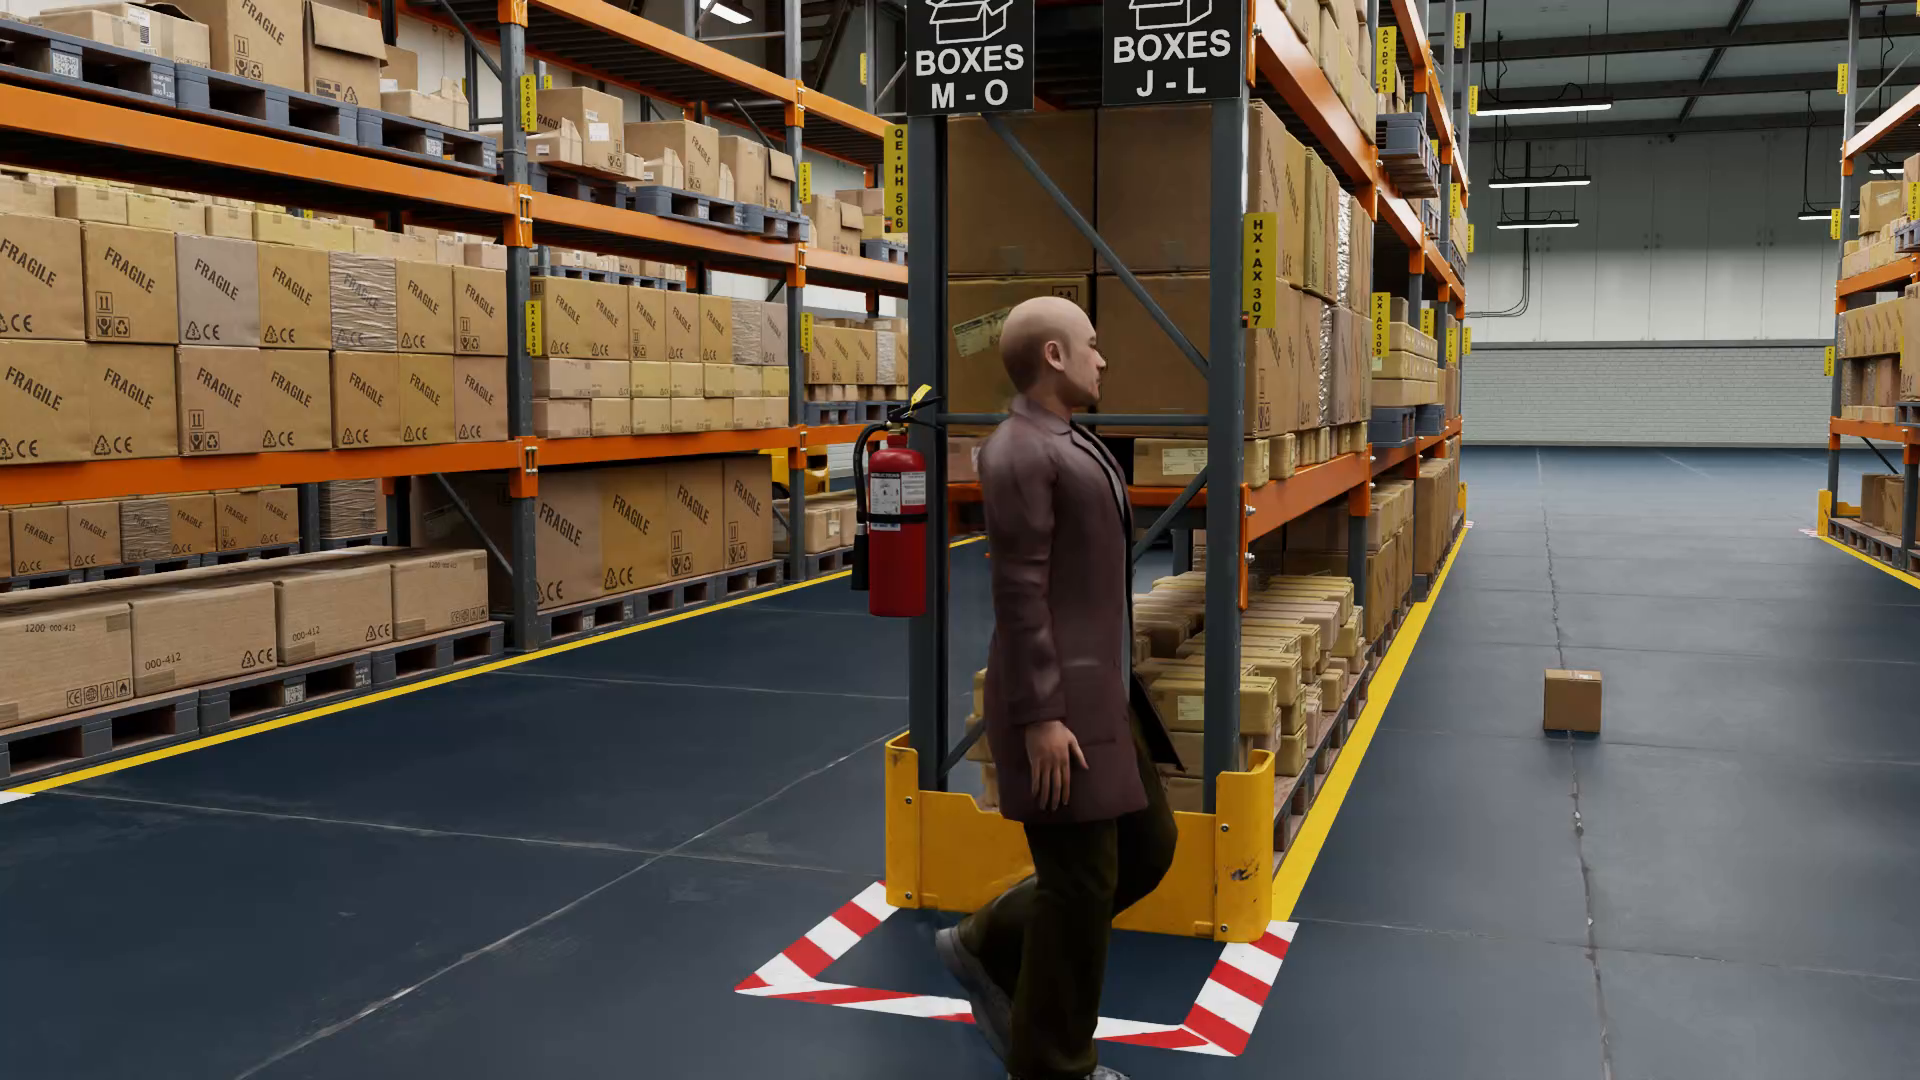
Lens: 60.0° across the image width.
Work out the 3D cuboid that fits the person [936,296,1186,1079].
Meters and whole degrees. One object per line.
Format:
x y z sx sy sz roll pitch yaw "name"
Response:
0.195 0.356 3.637 0.574 1.764 0.617 2 5 17 "person"
